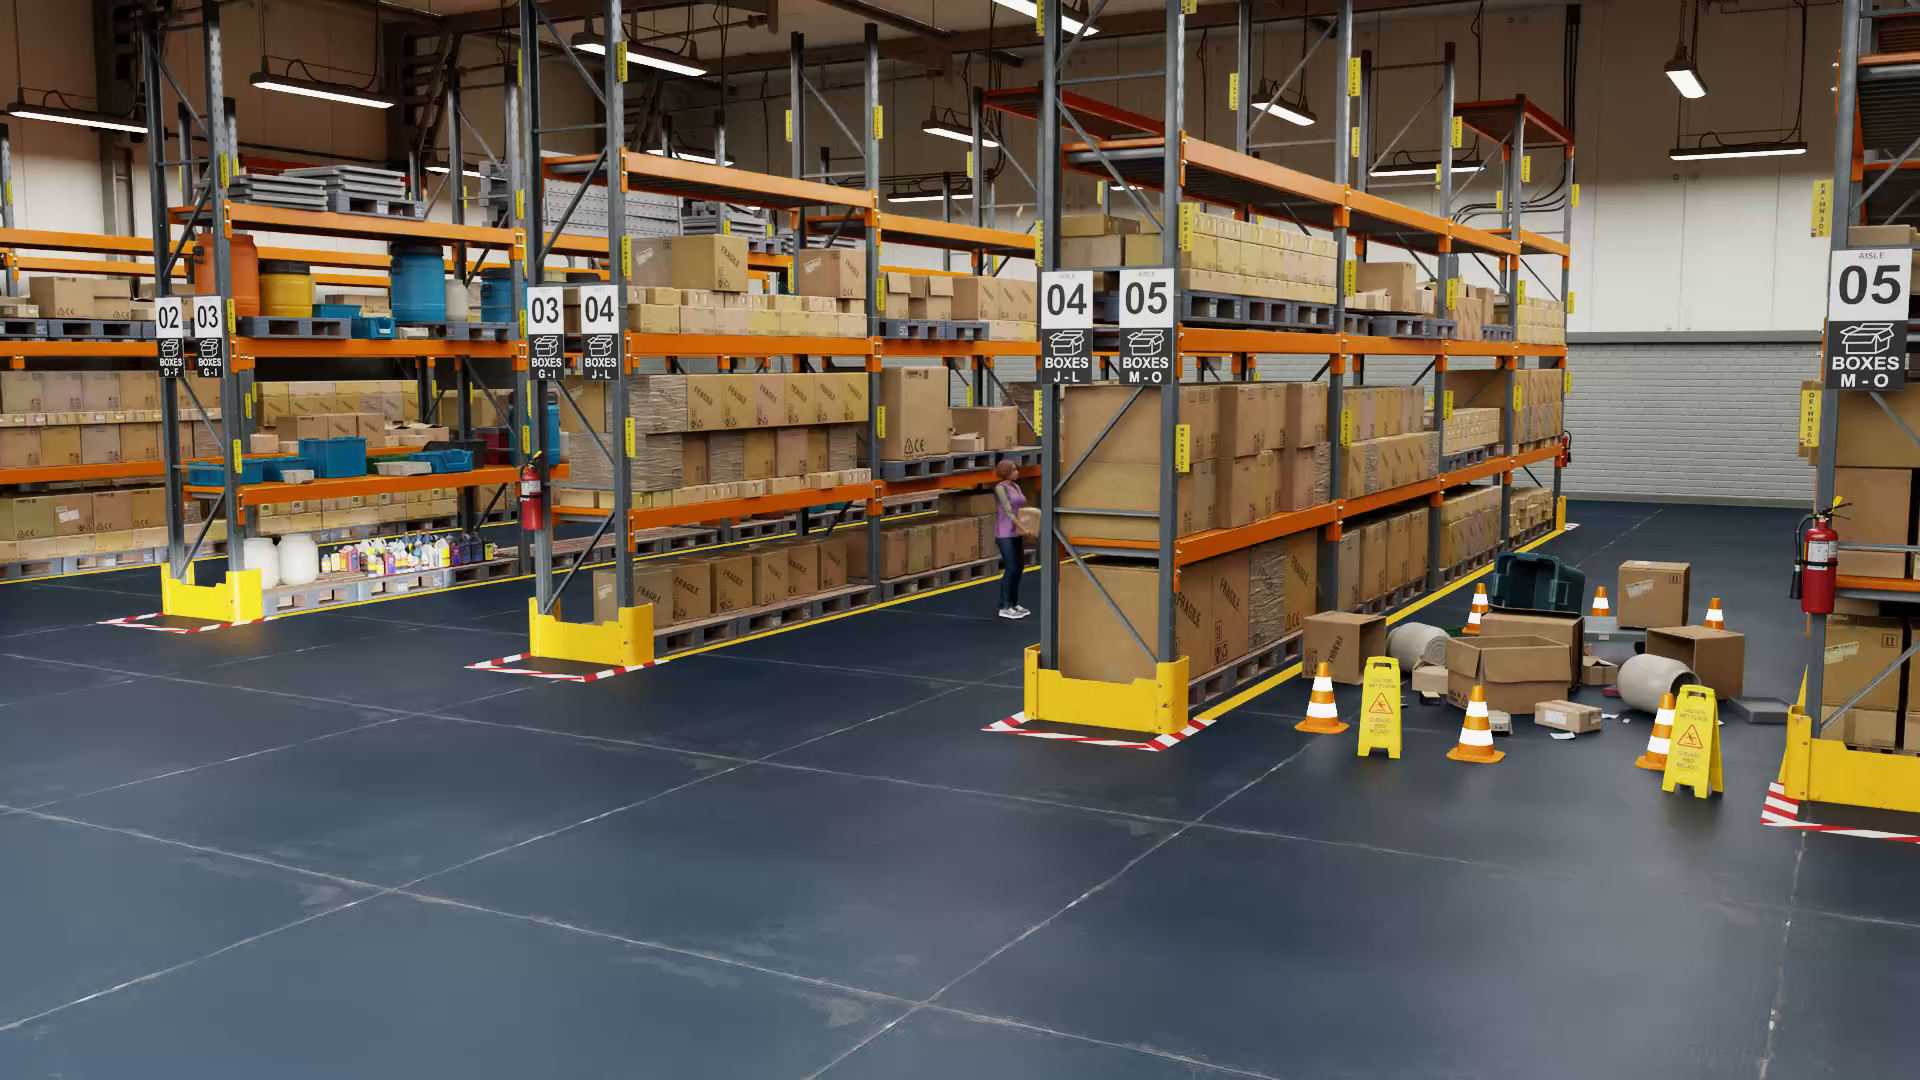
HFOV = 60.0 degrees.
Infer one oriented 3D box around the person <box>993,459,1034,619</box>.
[{"bbox_3d":[0.583,-0.014,16.723,0.493,1.592,0.404,4,7,30],"label":"person"}]
